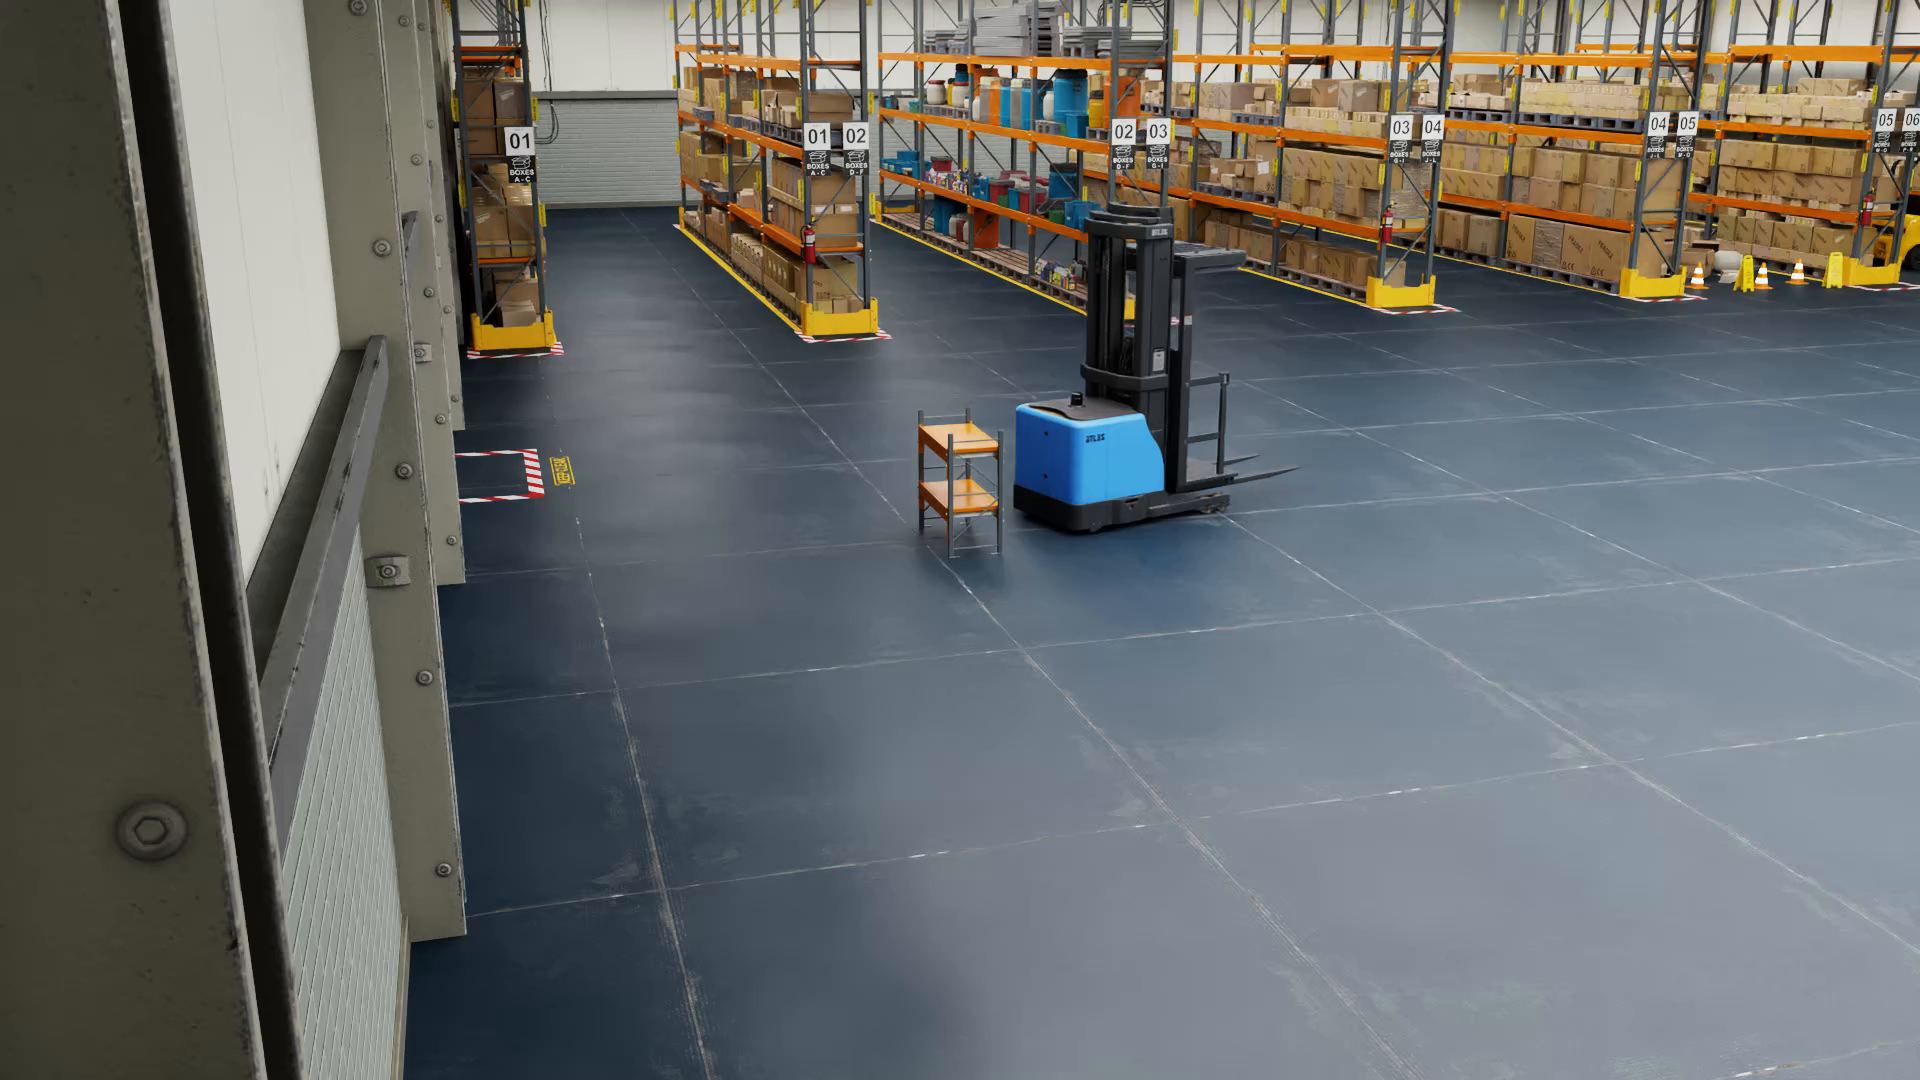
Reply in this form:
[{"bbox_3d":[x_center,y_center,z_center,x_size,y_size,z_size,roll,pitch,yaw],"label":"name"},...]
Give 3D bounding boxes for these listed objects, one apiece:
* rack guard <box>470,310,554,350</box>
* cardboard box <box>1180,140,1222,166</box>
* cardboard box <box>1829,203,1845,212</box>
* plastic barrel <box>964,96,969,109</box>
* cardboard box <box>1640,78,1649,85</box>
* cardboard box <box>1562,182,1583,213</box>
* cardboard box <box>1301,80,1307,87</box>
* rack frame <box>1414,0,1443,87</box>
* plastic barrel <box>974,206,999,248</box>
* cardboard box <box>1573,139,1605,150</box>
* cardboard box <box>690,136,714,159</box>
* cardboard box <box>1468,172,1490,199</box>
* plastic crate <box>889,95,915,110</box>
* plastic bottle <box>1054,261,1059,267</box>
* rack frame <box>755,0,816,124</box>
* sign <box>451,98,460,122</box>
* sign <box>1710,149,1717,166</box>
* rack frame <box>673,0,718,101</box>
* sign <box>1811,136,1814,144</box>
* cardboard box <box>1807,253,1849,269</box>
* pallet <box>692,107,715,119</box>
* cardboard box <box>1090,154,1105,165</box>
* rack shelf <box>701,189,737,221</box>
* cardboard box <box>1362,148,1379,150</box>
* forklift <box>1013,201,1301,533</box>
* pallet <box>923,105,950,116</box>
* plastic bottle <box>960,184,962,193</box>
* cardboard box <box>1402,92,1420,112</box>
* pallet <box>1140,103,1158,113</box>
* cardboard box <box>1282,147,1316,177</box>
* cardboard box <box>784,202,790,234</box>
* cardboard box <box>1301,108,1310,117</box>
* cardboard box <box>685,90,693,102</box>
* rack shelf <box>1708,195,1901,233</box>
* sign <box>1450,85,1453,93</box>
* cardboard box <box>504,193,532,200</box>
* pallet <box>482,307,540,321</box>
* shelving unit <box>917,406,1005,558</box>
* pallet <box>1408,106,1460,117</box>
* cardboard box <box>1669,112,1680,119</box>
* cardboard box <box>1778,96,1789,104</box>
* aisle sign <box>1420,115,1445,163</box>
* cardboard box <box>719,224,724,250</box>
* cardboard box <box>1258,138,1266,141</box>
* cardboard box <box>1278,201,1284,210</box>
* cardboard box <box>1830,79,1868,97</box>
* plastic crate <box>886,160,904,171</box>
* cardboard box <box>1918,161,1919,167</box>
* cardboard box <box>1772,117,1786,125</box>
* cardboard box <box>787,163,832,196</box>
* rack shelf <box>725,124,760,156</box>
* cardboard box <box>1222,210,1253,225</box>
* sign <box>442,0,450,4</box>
[{"bbox_3d":[-6.676,-3.135,24.816,1.175,0.500,0.348,-5,17,-15],"label":"rack guard"},{"bbox_3d":[5.249,-8.430,36.183,0.797,0.503,0.637,-4,17,-13],"label":"cardboard box"},{"bbox_3d":[16.676,-6.297,31.434,0.380,0.149,0.250,-5,17,-16],"label":"cardboard box"},{"bbox_3d":[0.236,-9.163,34.838,0.301,0.262,0.301,0,17,0],"label":"plastic barrel"},{"bbox_3d":[18.117,-11.989,43.608,0.500,0.250,0.500,-5,17,-16],"label":"cardboard box"},{"bbox_3d":[11.893,-6.479,31.345,0.875,0.550,0.500,-5,17,-15],"label":"cardboard box"},{"bbox_3d":[8.634,-11.248,40.965,0.380,0.149,0.250,-4,17,-13],"label":"cardboard box"},{"bbox_3d":[12.764,-13.568,44.777,1.000,3.000,0.127,-5,17,-15],"label":"rack frame"},{"bbox_3d":[0.521,-6.603,35.059,0.600,0.830,0.708,-5,17,-15],"label":"plastic barrel"},{"bbox_3d":[14.569,-9.131,38.522,0.500,0.500,0.500,-5,17,-17],"label":"cardboard box"},{"bbox_3d":[-5.861,-8.950,37.918,0.500,0.500,0.500,-5,17,-15],"label":"cardboard box"},{"bbox_3d":[10.791,-7.267,34.055,0.500,0.500,0.500,-5,17,-16],"label":"cardboard box"},{"bbox_3d":[-1.371,-10.482,39.826,0.504,0.338,0.767,-5,17,-15],"label":"plastic crate"},{"bbox_3d":[1.732,-4.898,30.181,0.144,0.351,0.185,-5,17,-15],"label":"plastic bottle"},{"bbox_3d":[-2.993,-8.683,28.514,1.000,3.000,0.127,-5,17,-15],"label":"rack frame"},{"bbox_3d":[-7.195,-6.133,23.700,0.100,0.325,0.005,-5,17,-15],"label":"sign"},{"bbox_3d":[15.529,-7.885,34.273,0.100,0.325,0.005,-5,17,-15],"label":"sign"},{"bbox_3d":[-6.291,-12.002,39.564,1.000,3.000,0.127,-5,17,-15],"label":"rack frame"},{"bbox_3d":[20.267,-9.475,39.565,0.100,0.325,0.005,-5,17,-15],"label":"sign"},{"bbox_3d":[16.673,-5.362,31.937,0.500,0.250,0.500,-5,17,-16],"label":"cardboard box"},{"bbox_3d":[-5.079,-9.183,35.721,1.213,0.211,1.003,-5,17,-15],"label":"pallet"},{"bbox_3d":[3.540,-9.401,41.077,0.500,0.250,0.500,-5,17,-16],"label":"cardboard box"},{"bbox_3d":[-4.642,-7.125,35.006,1.077,0.370,4.000,-5,17,-15],"label":"rack shelf"},{"bbox_3d":[9.710,-9.152,39.178,0.380,0.149,0.250,-5,18,-17],"label":"cardboard box"},{"bbox_3d":[2.028,-1.776,16.067,3.031,2.935,1.130,-11,20,-32],"label":"forklift"},{"bbox_3d":[-0.118,-9.550,36.944,1.213,0.211,1.003,-5,17,-15],"label":"pallet"},{"bbox_3d":[0.046,-7.414,35.063,0.097,0.201,0.097,0,17,0],"label":"plastic bottle"},{"bbox_3d":[9.829,-9.685,36.890,0.500,0.500,0.500,-5,17,-15],"label":"cardboard box"},{"bbox_3d":[4.634,-9.900,38.113,0.805,0.209,1.217,-5,18,-17],"label":"pallet"},{"bbox_3d":[6.412,-7.117,31.299,0.500,0.500,0.500,-5,17,-15],"label":"cardboard box"},{"bbox_3d":[-2.579,-5.451,28.009,0.700,0.500,0.500,-4,17,-14],"label":"cardboard box"},{"bbox_3d":[6.519,-7.888,30.650,0.380,0.149,0.250,-5,17,-15],"label":"cardboard box"},{"bbox_3d":[-5.992,-10.155,38.021,0.500,0.250,0.500,-5,17,-15],"label":"cardboard box"},{"bbox_3d":[16.611,-6.478,32.851,1.077,0.370,4.000,-5,17,-15],"label":"rack shelf"},{"bbox_3d":[10.767,-9.826,36.498,0.100,0.325,0.005,-5,17,-15],"label":"sign"},{"bbox_3d":[-6.913,-5.186,26.224,0.500,0.500,0.500,-4,17,-14],"label":"cardboard box"},{"bbox_3d":[-7.197,-3.561,26.736,1.003,0.211,1.213,-5,17,-15],"label":"pallet"},{"bbox_3d":[-0.002,-0.541,15.094,0.538,1.125,1.048,-5,17,-15],"label":"shelving unit"},{"bbox_3d":[10.459,-9.235,35.894,1.213,0.211,1.003,-4,17,-13],"label":"pallet"},{"bbox_3d":[12.643,-7.535,29.440,0.380,0.149,0.250,-5,17,-15],"label":"cardboard box"},{"bbox_3d":[16.245,-8.605,32.518,0.380,0.149,0.250,-5,17,-16],"label":"cardboard box"},{"bbox_3d":[7.938,-6.737,27.946,0.394,0.787,0.004,-5,17,-15],"label":"aisle sign"},{"bbox_3d":[-4.717,-6.313,34.633,0.500,0.500,0.500,-5,18,-17],"label":"cardboard box"},{"bbox_3d":[8.061,-10.174,43.214,0.500,0.500,0.500,-5,17,-15],"label":"cardboard box"},{"bbox_3d":[6.303,-6.388,31.740,0.380,0.149,0.250,-5,17,-15],"label":"cardboard box"},{"bbox_3d":[19.978,-10.108,37.394,0.500,0.500,0.500,-4,17,-14],"label":"cardboard box"},{"bbox_3d":[-1.595,-9.192,40.823,0.416,0.233,0.300,-5,17,-15],"label":"plastic crate"},{"bbox_3d":[20.668,-8.019,35.429,0.380,0.149,0.250,-5,17,-16],"label":"cardboard box"},{"bbox_3d":[16.181,-8.223,32.632,0.380,0.149,0.250,-5,17,-16],"label":"cardboard box"},{"bbox_3d":[-2.451,-5.940,27.383,0.700,0.500,0.500,-5,17,-15],"label":"cardboard box"},{"bbox_3d":[-3.542,-7.455,30.891,1.077,0.370,4.000,-5,17,-15],"label":"rack shelf"},{"bbox_3d":[5.802,-6.742,34.758,0.500,0.250,0.500,-3,17,-9],"label":"cardboard box"},{"bbox_3d":[-7.195,-7.669,23.239,0.100,0.325,0.005,-5,17,-15],"label":"sign"}]
